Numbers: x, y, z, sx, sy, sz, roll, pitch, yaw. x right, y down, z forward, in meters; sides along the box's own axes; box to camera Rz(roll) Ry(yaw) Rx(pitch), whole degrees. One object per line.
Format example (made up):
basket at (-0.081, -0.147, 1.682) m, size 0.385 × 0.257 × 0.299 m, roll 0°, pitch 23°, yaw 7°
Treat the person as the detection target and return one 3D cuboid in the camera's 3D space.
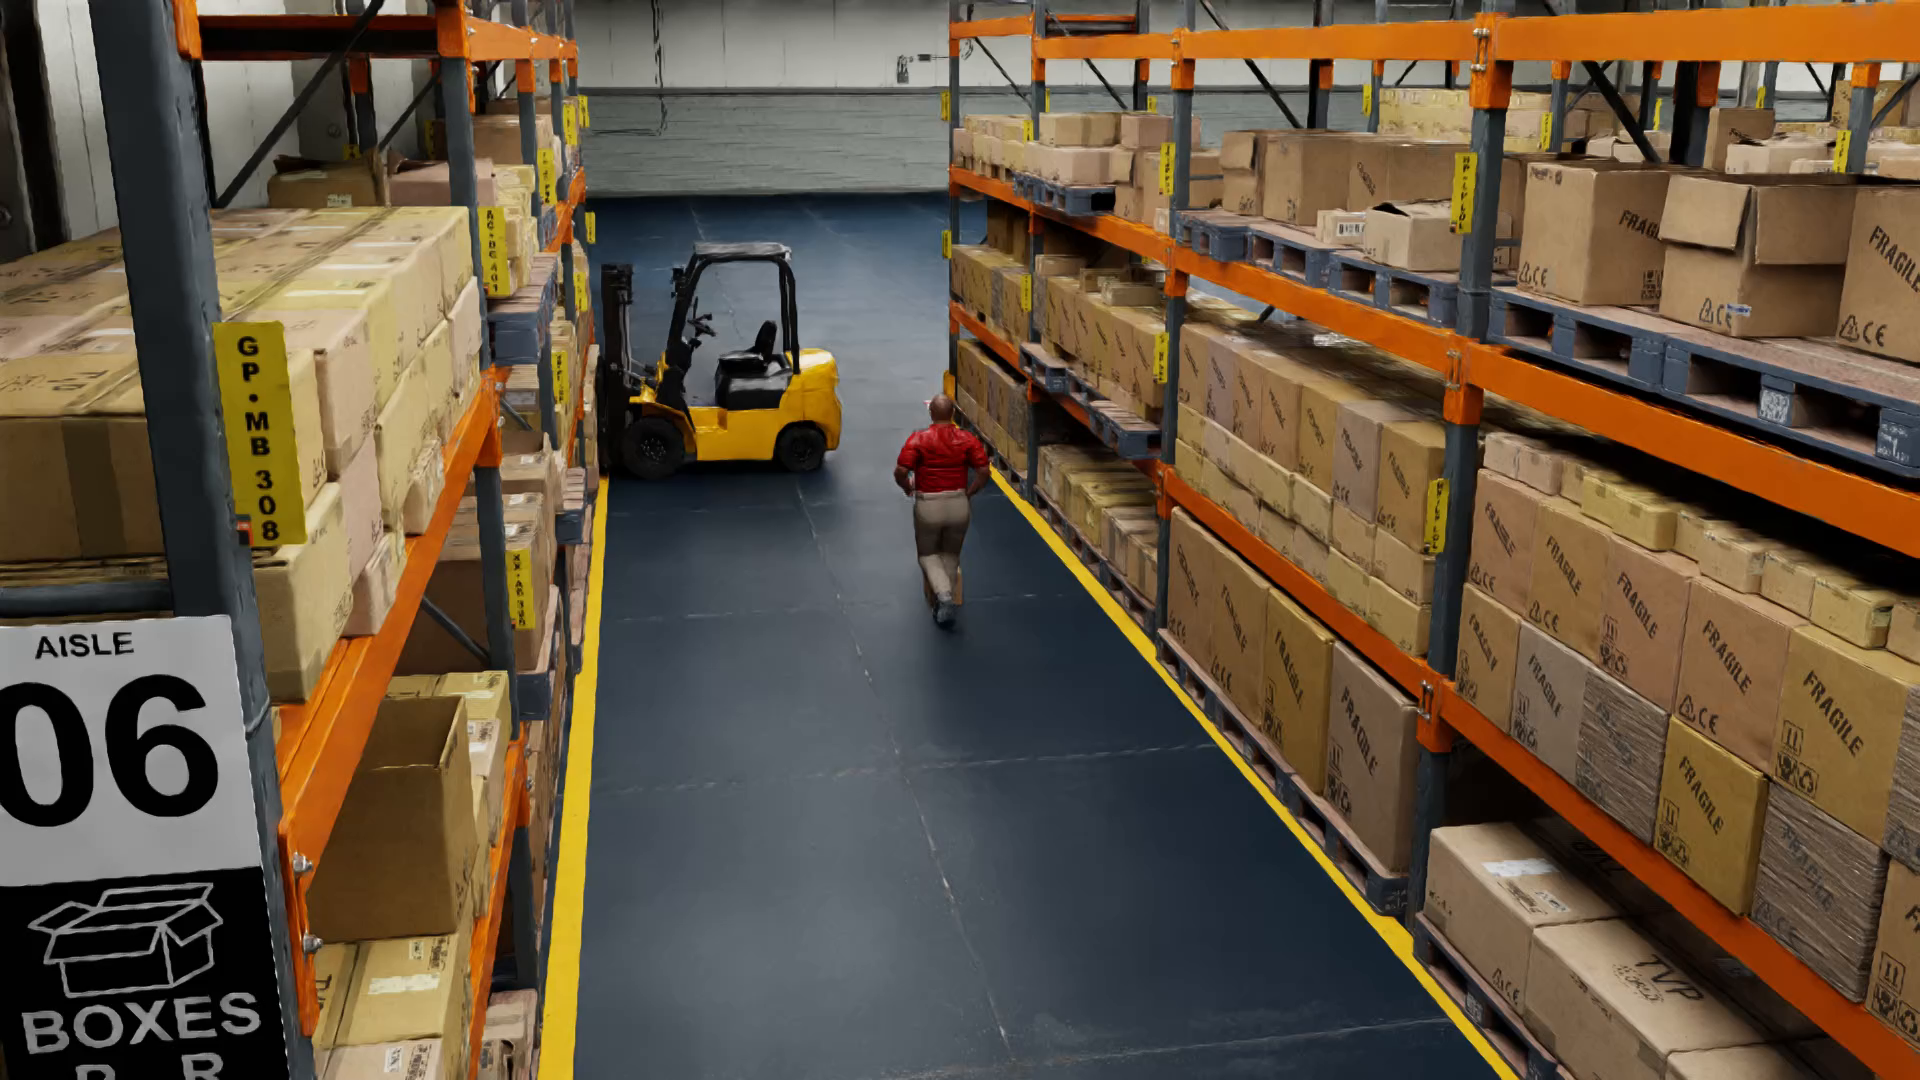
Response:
person at (-0.138, -0.207, 11.823) m, size 0.678 × 1.693 × 0.638 m, roll -2°, pitch 16°, yaw -8°
